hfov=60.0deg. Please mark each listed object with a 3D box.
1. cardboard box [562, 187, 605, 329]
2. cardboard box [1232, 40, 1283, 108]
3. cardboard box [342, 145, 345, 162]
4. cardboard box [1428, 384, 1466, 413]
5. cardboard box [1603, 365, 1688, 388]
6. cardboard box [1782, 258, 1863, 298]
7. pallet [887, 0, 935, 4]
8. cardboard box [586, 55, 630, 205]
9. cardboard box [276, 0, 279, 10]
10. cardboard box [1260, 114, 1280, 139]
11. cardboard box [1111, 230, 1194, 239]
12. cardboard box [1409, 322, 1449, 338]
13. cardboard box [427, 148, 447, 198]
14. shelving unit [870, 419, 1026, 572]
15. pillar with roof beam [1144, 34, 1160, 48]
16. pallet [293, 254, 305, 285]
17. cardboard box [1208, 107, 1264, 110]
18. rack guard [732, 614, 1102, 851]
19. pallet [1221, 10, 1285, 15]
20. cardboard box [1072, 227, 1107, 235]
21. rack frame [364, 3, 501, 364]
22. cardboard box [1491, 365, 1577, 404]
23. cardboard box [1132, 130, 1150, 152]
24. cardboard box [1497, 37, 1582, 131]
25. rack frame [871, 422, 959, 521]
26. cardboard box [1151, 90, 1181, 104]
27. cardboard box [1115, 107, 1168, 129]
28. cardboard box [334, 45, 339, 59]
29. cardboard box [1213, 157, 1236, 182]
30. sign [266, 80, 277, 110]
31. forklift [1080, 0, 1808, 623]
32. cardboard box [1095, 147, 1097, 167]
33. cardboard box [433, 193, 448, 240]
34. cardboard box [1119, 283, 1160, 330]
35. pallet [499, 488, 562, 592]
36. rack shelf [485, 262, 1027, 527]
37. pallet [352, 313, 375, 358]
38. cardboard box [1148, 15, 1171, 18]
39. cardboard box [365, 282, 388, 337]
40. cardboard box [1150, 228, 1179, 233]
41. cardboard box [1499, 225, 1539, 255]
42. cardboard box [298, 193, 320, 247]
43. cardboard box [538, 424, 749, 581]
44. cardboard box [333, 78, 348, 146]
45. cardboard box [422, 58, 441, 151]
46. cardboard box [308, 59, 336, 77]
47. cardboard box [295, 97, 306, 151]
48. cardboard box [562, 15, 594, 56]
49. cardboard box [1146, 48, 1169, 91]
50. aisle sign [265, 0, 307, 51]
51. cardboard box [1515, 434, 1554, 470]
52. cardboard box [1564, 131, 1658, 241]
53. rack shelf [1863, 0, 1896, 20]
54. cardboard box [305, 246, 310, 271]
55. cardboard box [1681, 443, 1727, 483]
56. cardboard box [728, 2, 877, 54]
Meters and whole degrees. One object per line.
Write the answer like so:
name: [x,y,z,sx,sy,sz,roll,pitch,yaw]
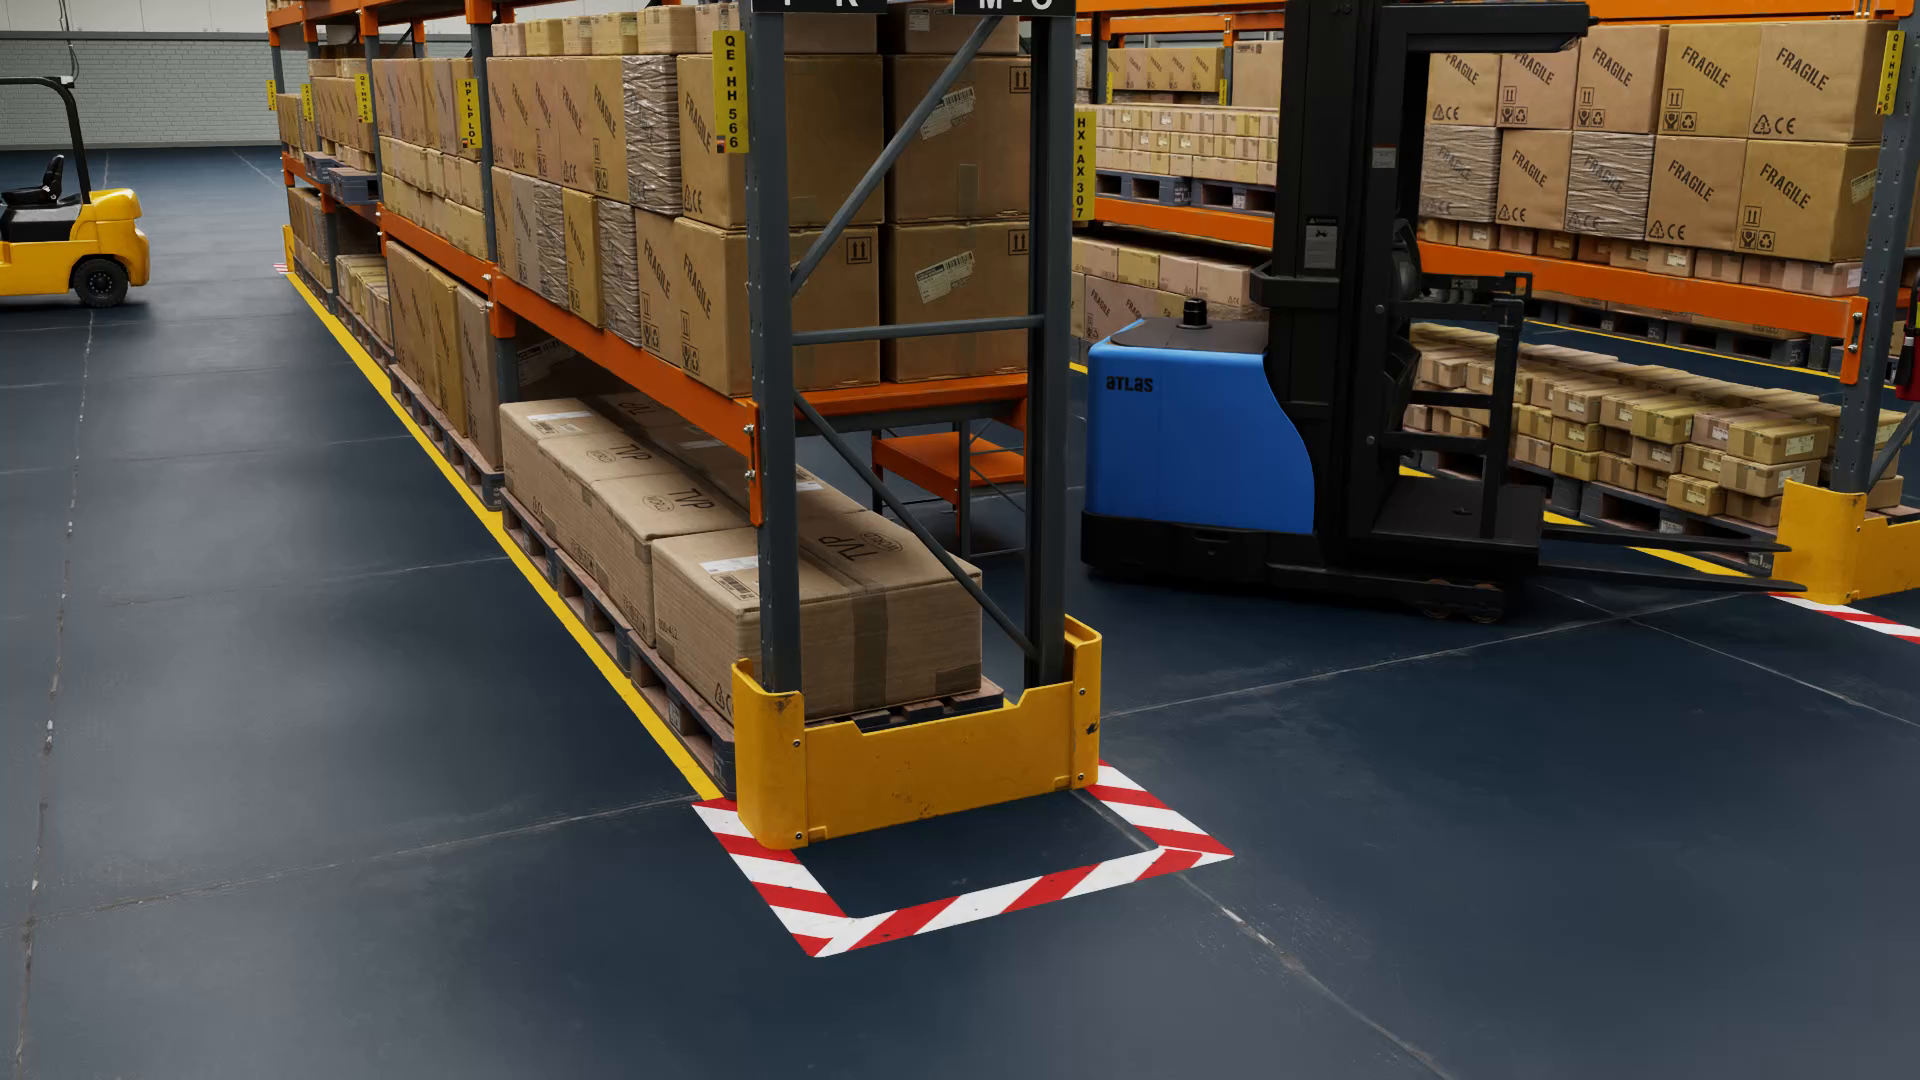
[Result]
cardboard box: [-1.260,-1.136,6.589,0.500,0.500,0.500,-7,17,-23]
cardboard box: [3.741,-5.070,18.632,1.000,1.000,1.000,-8,18,-25]
cardboard box: [-4.743,-3.113,13.355,0.380,0.149,0.250,-8,18,-27]
cardboard box: [2.937,-0.836,9.592,0.380,0.149,0.250,-7,17,-22]
cardboard box: [3.754,-0.856,9.126,0.380,0.149,0.250,-7,18,-24]
cardboard box: [3.876,-1.170,7.345,0.380,0.149,0.250,-8,18,-25]
pallet: [-0.054,-5.009,15.172,1.003,0.211,1.213,-7,17,-22]
cardboard box: [-1.027,-1.489,6.009,0.500,0.500,0.500,-8,18,-25]
cardboard box: [-7.008,-5.664,17.566,0.380,0.149,0.250,-7,17,-23]
cardboard box: [2.169,-2.679,10.763,0.380,0.149,0.250,-7,17,-22]
cardboard box: [1.534,-2.327,13.331,0.500,0.250,0.500,-7,18,-24]
cardboard box: [2.910,-1.297,10.659,0.380,0.149,0.250,-7,17,-23]
cardboard box: [-2.755,-2.112,9.536,0.500,0.250,0.500,-7,18,-24]
shelving unit: [0.003,-0.539,8.090,0.538,1.125,1.048,-8,18,-25]
pillar with roof beam: [1.825,-15.827,47.088,9.100,9.000,0.400,-8,18,-25]
pallet: [-6.785,-3.023,18.403,1.003,0.211,1.213,-8,18,-25]
cardboard box: [2.073,-3.143,12.381,0.380,0.149,0.250,-7,17,-23]
rack guard: [-0.122,0.587,5.300,1.175,0.500,0.348,-8,18,-25]
pallet: [3.693,-5.979,18.552,1.213,0.211,1.003,-8,18,-25]
cardboard box: [0.853,-2.388,13.546,0.500,0.250,0.500,-9,18,-27]
rack frame: [-3.637,-2.604,11.888,1.000,3.000,0.127,-8,18,-25]
cardboard box: [3.147,-0.852,9.111,0.380,0.149,0.250,-8,18,-25]
cardboard box: [1.487,-2.922,12.150,0.380,0.149,0.250,-7,17,-23]
cardboard box: [3.156,-2.383,8.585,0.500,0.500,0.500,-8,18,-27]
rack frame: [-0.220,-0.665,8.529,0.500,1.125,0.032,-8,18,-25]
cardboard box: [2.880,-5.344,20.714,0.875,0.500,0.500,-8,18,-25]
cardboard box: [1.374,-3.131,12.339,0.380,0.149,0.250,-7,17,-23]
cardboard box: [-5.787,-4.660,16.519,0.700,0.500,0.500,-8,18,-26]
cardboard box: [1.947,-2.518,11.281,0.380,0.149,0.250,-8,18,-25]
sign: [-7.630,-4.939,18.453,0.100,0.325,0.005,-8,18,-25]
forklift: [2.128,-1.222,7.195,3.031,2.935,1.130,6,17,19]
cardboard box: [1.138,-2.973,12.868,0.380,0.149,0.250,-7,17,-22]
cardboard box: [-2.734,-1.875,9.619,0.500,0.250,0.500,-8,18,-26]
cardboard box: [1.524,-1.644,12.313,0.500,0.500,0.500,-8,18,-26]
pallet: [-1.622,-0.074,8.127,1.003,0.211,1.213,-8,18,-25]
rack shelf: [-1.009,-0.771,6.803,1.077,0.370,4.000,-8,18,-25]
pallet: [-4.509,-1.760,14.002,1.003,0.211,1.213,-8,18,-25]
cardboard box: [2.637,-6.502,20.302,0.500,0.250,0.500,-8,18,-25]
cardboard box: [-4.206,-1.867,13.320,0.950,0.372,0.625,-8,18,-26]
cardboard box: [2.779,-4.184,21.162,0.500,0.500,0.500,-9,19,-30]
cardboard box: [3.130,-1.624,8.927,0.380,0.149,0.250,-7,17,-23]
cardboard box: [-6.581,-3.335,17.298,0.500,0.500,0.500,-7,18,-24]
cardboard box: [-1.314,-0.192,7.367,0.875,0.438,0.875,-8,18,-27]
cardboard box: [-4.545,-3.328,12.929,0.500,0.500,0.500,-9,18,-29]
cardboard box: [-2.744,-2.477,9.451,0.500,0.500,0.500,-7,17,-23]
cardboard box: [-5.502,-4.142,14.587,0.380,0.149,0.250,-8,18,-25]
cardboard box: [-6.271,-4.122,16.457,0.500,0.500,0.500,-7,17,-23]
cardboard box: [-1.330,-1.964,6.485,0.380,0.149,0.250,-8,18,-25]
cardboard box: [2.636,-5.792,20.462,0.500,0.500,0.500,-8,18,-25]
aisle sign: [-7.448,-5.816,18.365,0.394,0.787,0.004,-8,18,-25]
cardboard box: [3.223,-0.494,8.941,0.380,0.149,0.250,-7,18,-24]
cardboard box: [3.393,-1.768,8.254,0.500,0.500,0.500,-8,18,-25]
rack shelf: [7.900,-3.410,10.563,1.077,0.370,4.000,-8,18,-25]
cardboard box: [-6.570,-2.974,17.398,0.500,0.250,0.500,-6,17,-21]
cardboard box: [3.719,-0.386,8.026,0.380,0.149,0.250,-8,18,-26]
cardboard box: [-0.470,-1.526,4.961,0.380,0.149,0.250,-7,18,-24]
